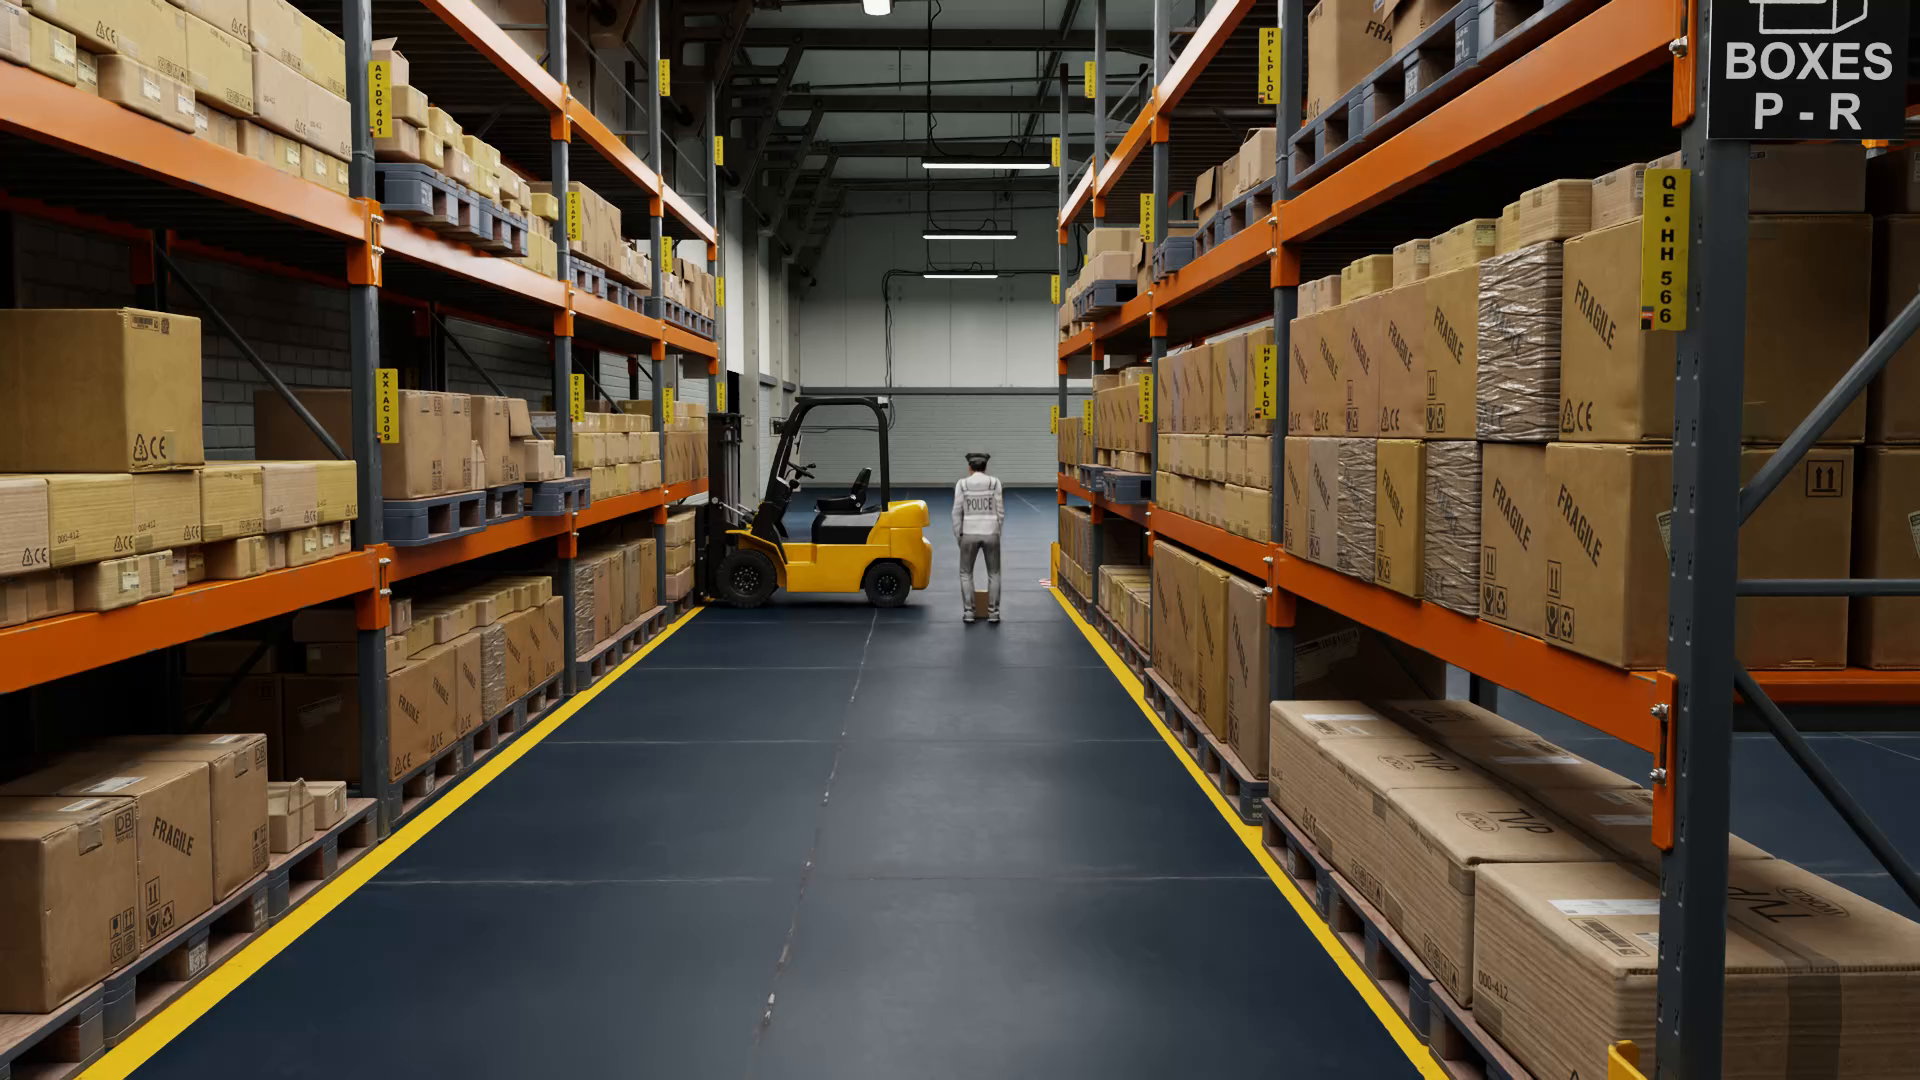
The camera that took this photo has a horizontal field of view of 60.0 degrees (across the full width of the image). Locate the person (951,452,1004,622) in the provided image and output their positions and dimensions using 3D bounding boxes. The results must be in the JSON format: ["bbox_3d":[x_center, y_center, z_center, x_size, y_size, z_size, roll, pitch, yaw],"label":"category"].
[{"bbox_3d":[0.170,-0.022,15.772,0.504,1.616,0.465,0,4,0],"label":"person"}]
